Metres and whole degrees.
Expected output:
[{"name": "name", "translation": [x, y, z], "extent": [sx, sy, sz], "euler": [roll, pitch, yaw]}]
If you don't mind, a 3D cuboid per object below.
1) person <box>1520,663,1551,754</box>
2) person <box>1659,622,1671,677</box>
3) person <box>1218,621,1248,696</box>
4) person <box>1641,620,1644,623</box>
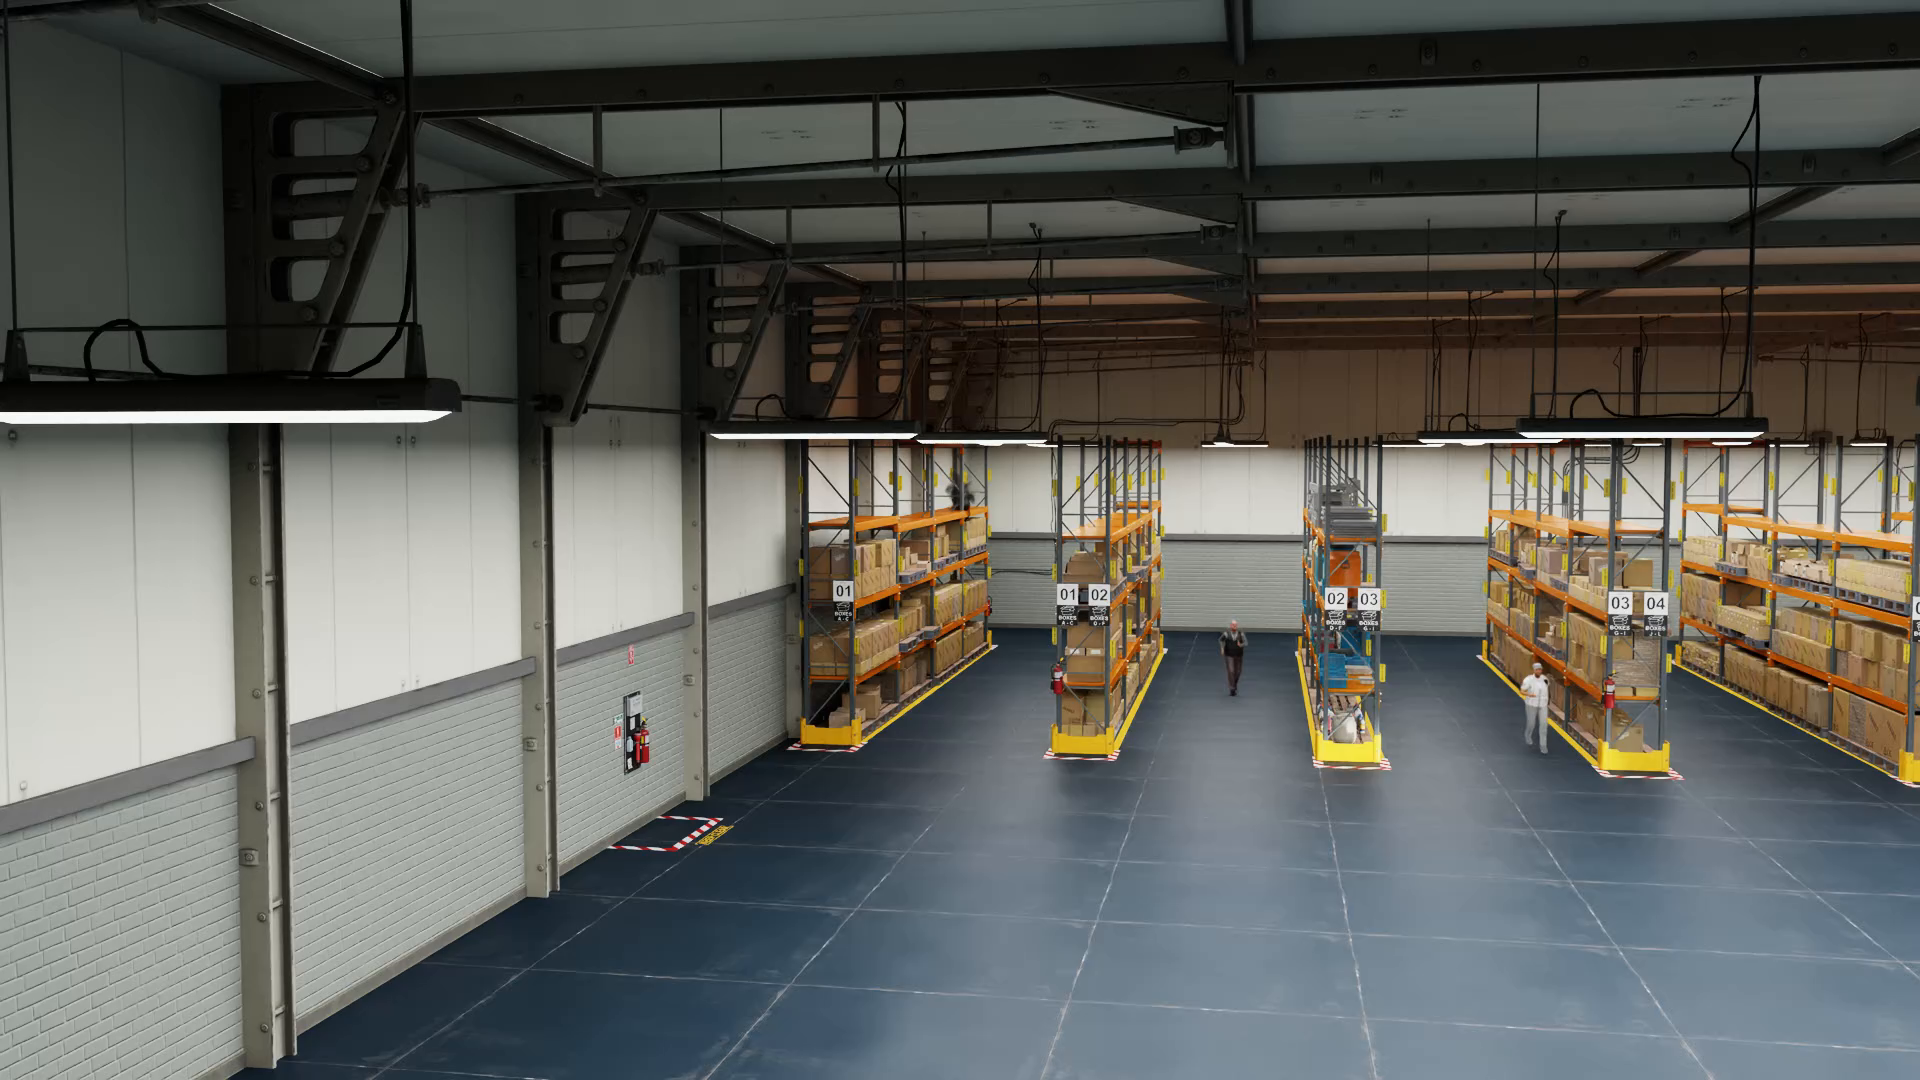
[{"name": "person", "translation": [10.966, 3.165, 31.654], "extent": [0.608, 1.671, 0.941], "euler": [0, 3, 6]}, {"name": "person", "translation": [17.566, 2.587, 41.919], "extent": [0.690, 1.740, 0.755], "euler": [1, 3, 10]}, {"name": "person", "translation": [6.393, 2.737, 38.822], "extent": [0.653, 1.709, 0.968], "euler": [0, 3, -2]}, {"name": "person", "translation": [17.967, 2.420, 44.661], "extent": [0.927, 1.796, 0.768], "euler": [-2, 4, -38]}]
